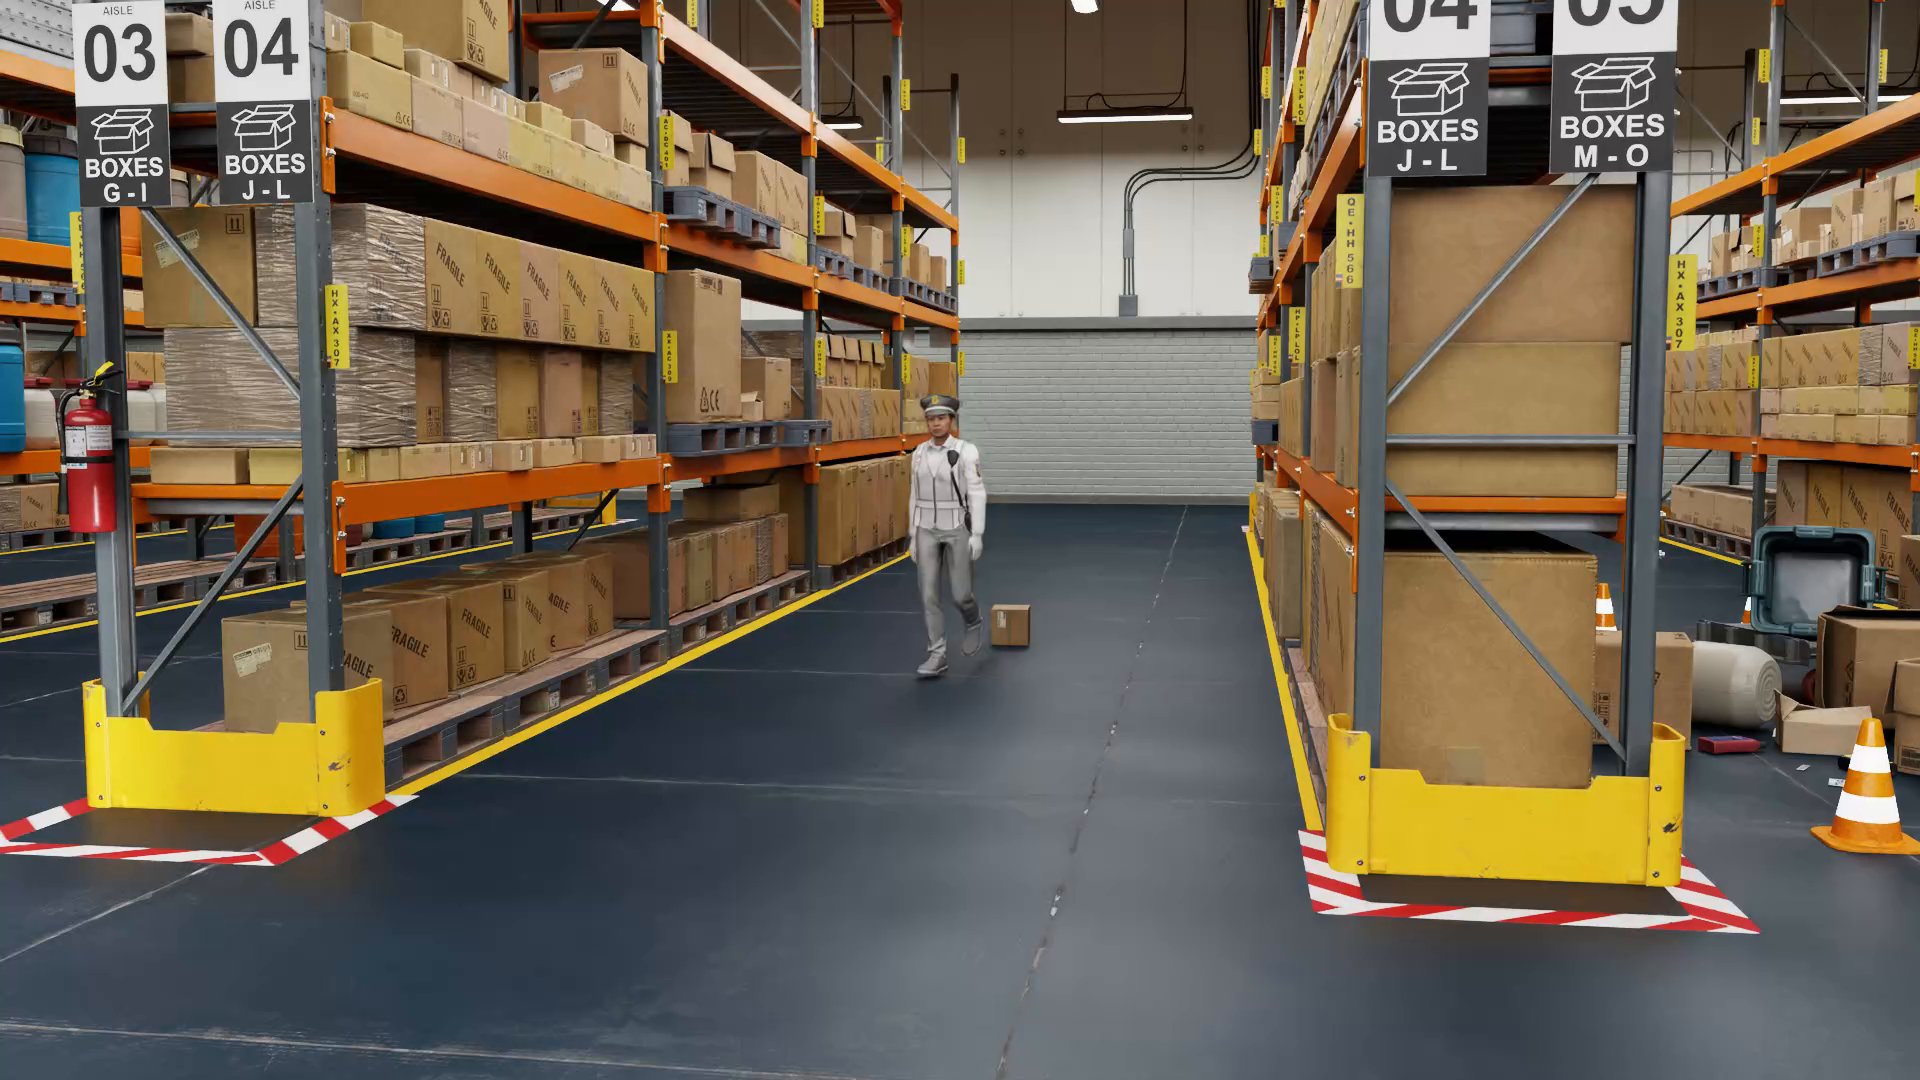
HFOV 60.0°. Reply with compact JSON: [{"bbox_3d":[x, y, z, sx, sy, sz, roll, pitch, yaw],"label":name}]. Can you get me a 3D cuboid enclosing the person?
[{"bbox_3d":[-0.066,-0.046,10.056,0.493,1.669,0.606,2,5,21],"label":"person"}]
